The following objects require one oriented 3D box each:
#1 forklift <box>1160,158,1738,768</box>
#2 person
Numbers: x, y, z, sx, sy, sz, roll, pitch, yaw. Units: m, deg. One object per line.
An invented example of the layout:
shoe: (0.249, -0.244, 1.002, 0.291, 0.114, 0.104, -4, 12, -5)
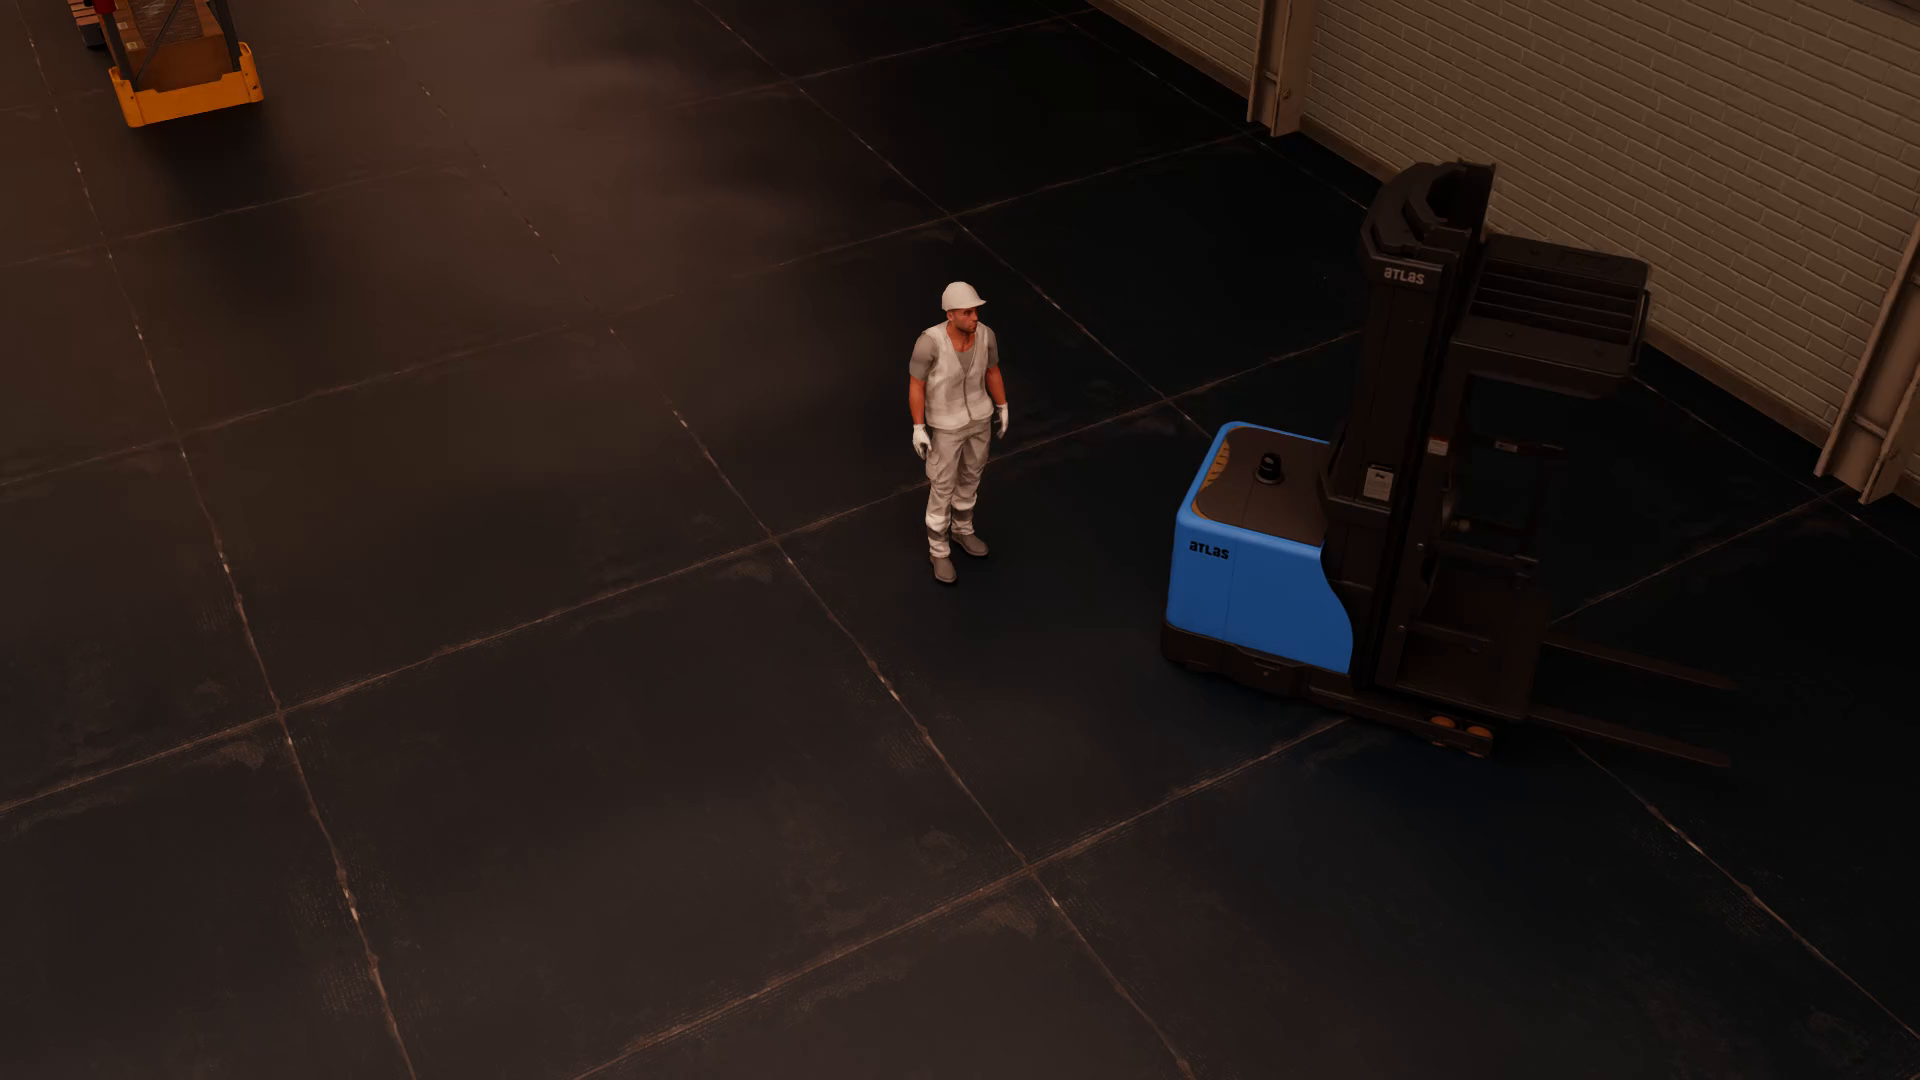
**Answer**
forklift: (2.706, -0.353, 8.462, 3.031, 2.935, 1.130, 15, 42, 17)
person: (0.030, -0.646, 9.697, 0.637, 1.790, 0.562, -20, 44, -23)
